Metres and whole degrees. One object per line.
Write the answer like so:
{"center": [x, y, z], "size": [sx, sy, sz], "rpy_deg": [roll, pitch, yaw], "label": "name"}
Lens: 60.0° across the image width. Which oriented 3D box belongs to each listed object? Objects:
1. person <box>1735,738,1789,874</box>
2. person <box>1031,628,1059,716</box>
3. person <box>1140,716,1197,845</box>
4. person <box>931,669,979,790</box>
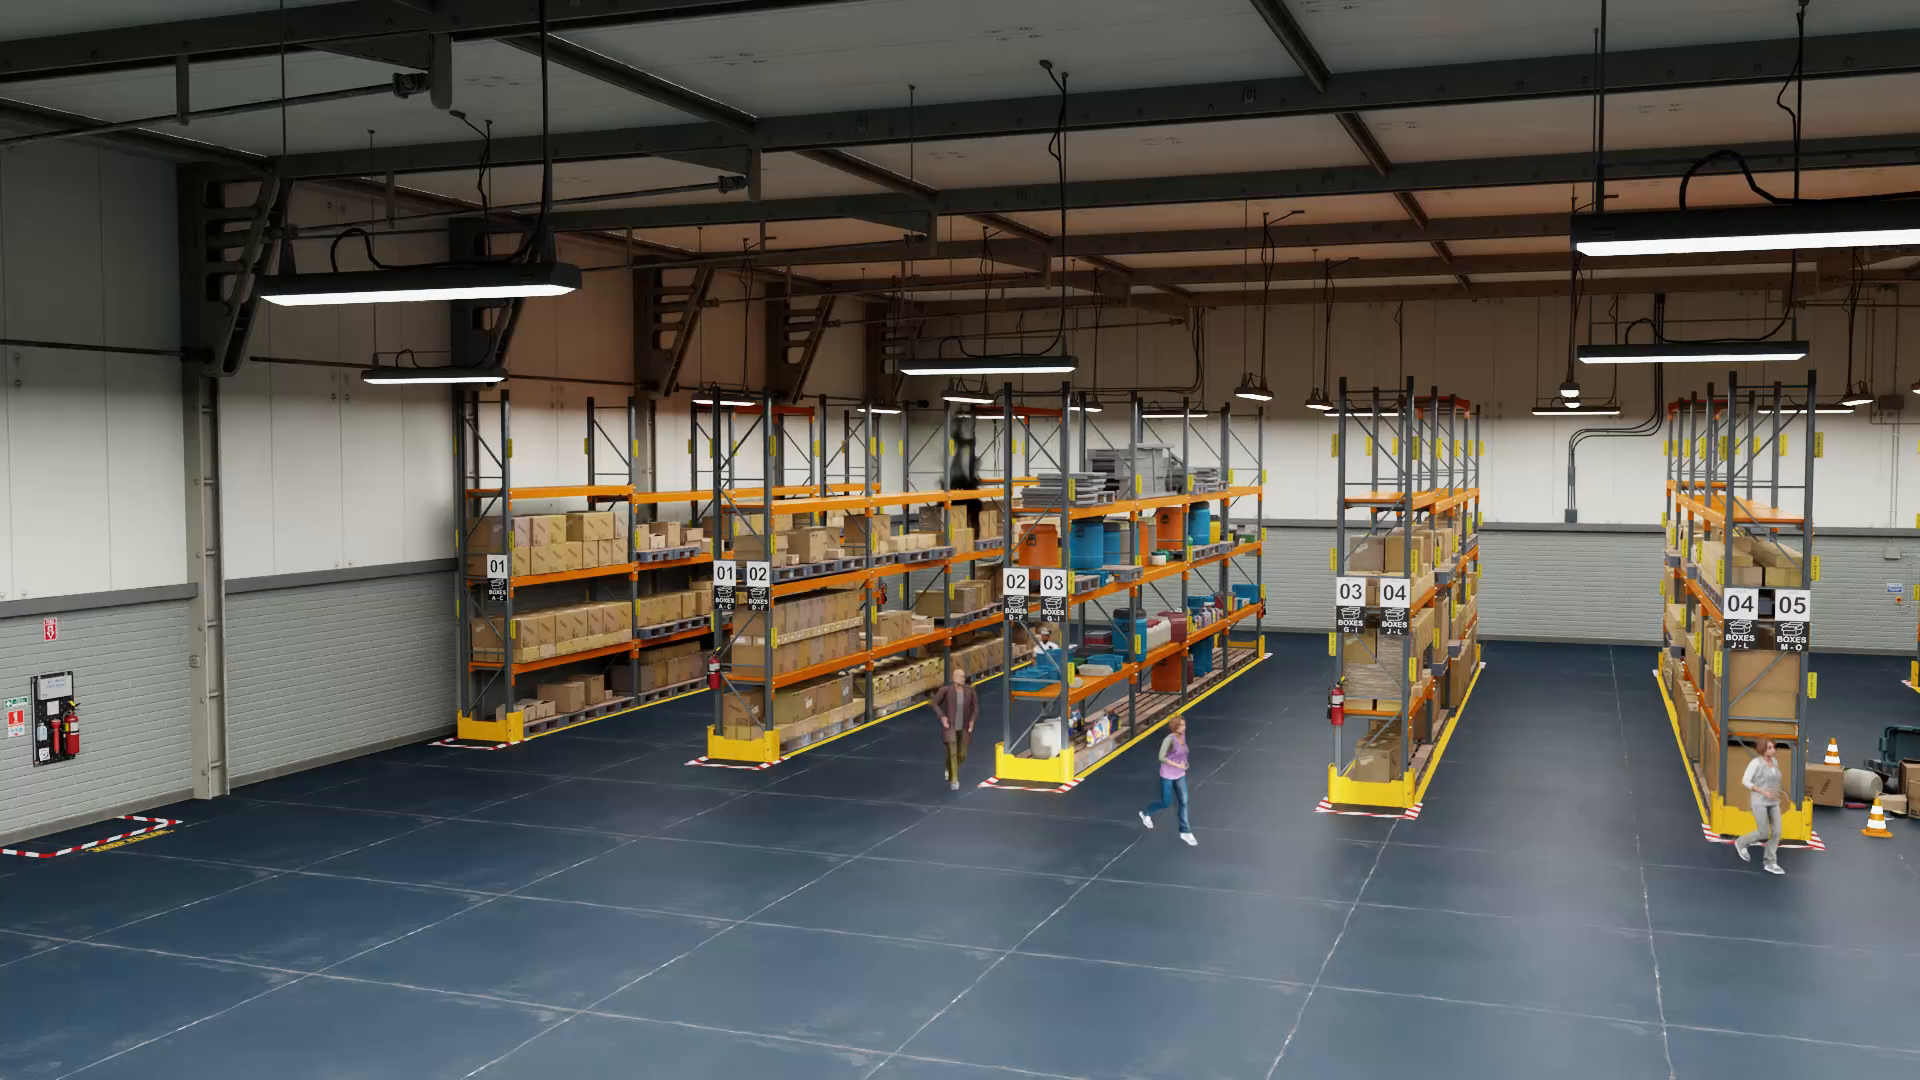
{"center": [9.527, 3.128, 19.742], "size": [0.568, 1.572, 0.663], "rpy_deg": [-1, 3, -21], "label": "person"}
{"center": [1.581, 2.463, 31.043], "size": [0.571, 1.653, 0.550], "rpy_deg": [1, 3, 19], "label": "person"}
{"center": [2.686, 3.048, 21.256], "size": [0.923, 1.568, 0.564], "rpy_deg": [3, 4, 44], "label": "person"}
{"center": [-0.069, 2.776, 24.641], "size": [0.734, 1.748, 0.694], "rpy_deg": [-1, 3, -17], "label": "person"}
